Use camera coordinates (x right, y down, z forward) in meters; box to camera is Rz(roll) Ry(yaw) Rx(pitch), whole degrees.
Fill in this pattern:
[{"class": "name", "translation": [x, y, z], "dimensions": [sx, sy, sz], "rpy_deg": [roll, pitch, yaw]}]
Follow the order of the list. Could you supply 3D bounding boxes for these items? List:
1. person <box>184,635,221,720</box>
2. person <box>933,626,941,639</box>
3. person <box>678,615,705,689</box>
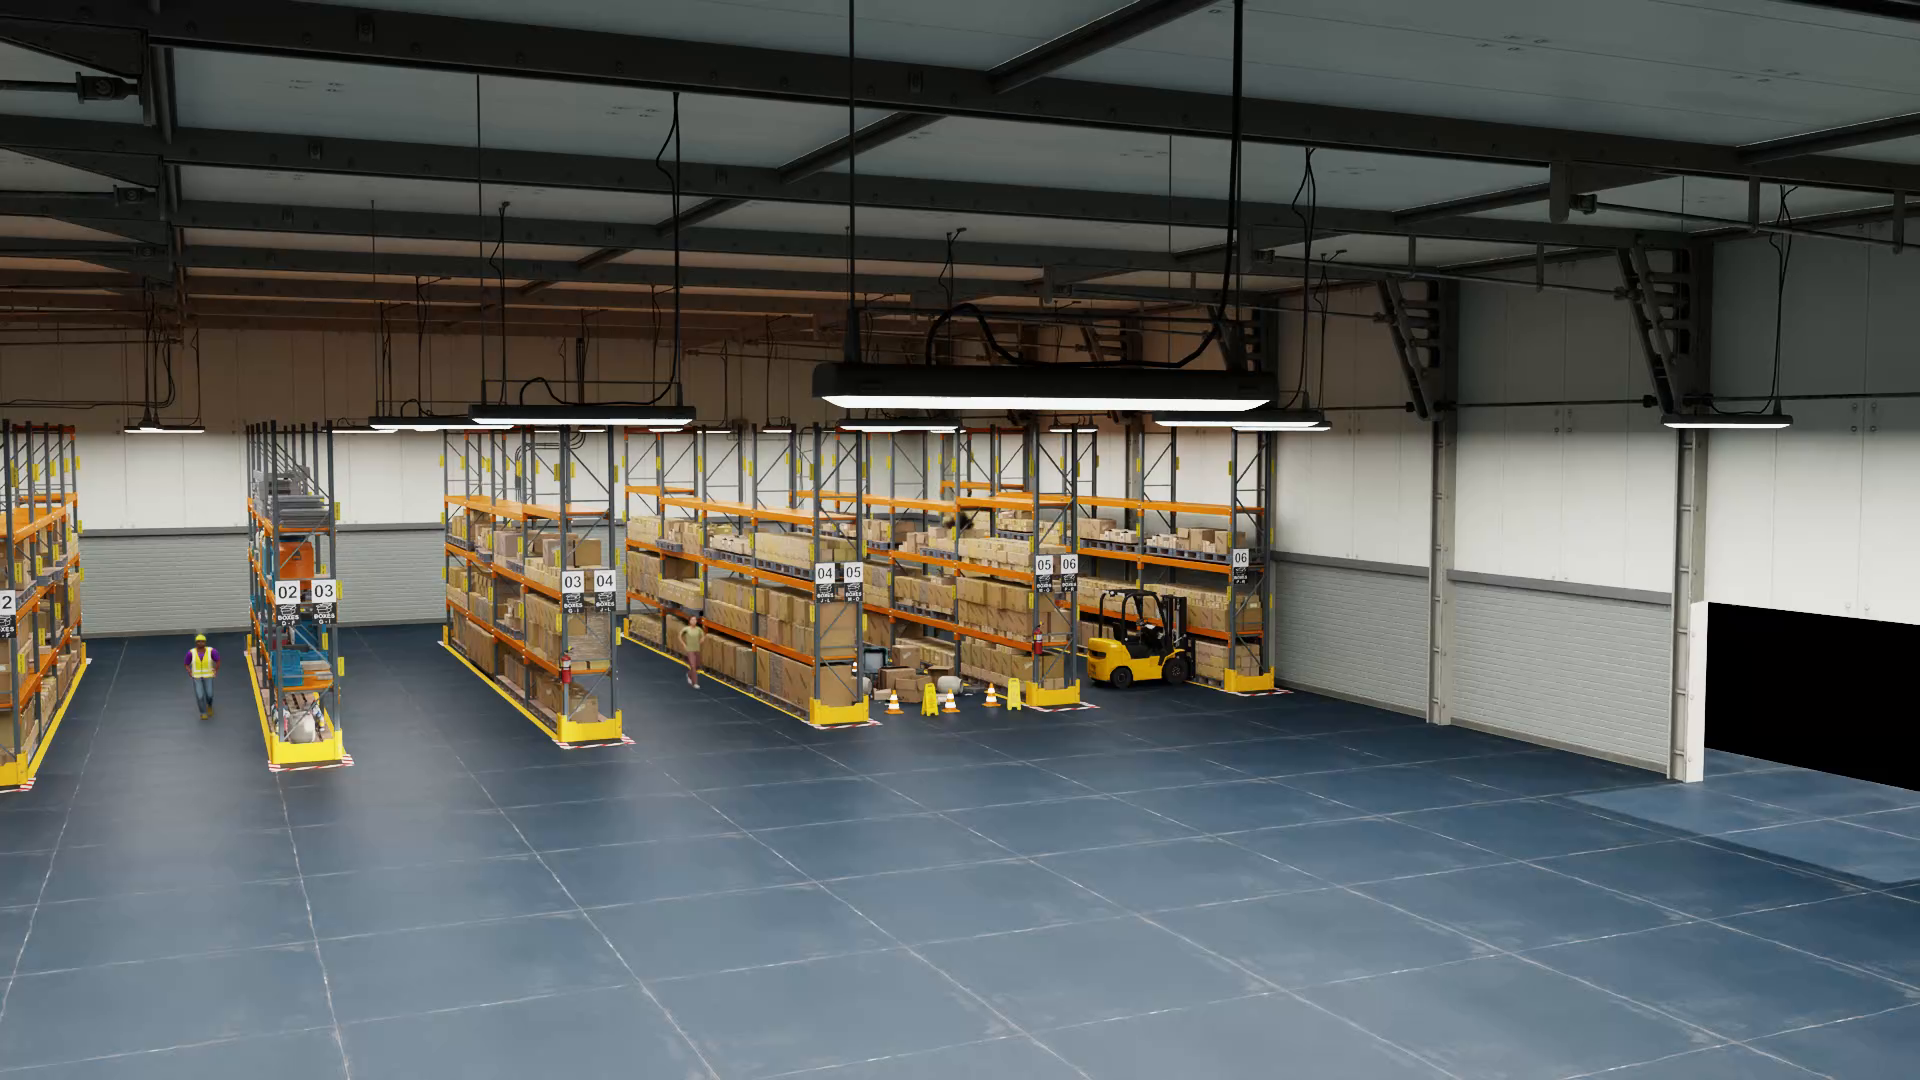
[{"class": "person", "translation": [-15.230, 2.763, 33.444], "dimensions": [0.674, 1.721, 0.569], "rpy_deg": [-2, 4, -23]}, {"class": "person", "translation": [-0.638, 1.941, 46.725], "dimensions": [0.656, 1.745, 0.615], "rpy_deg": [-2, 4, -32]}, {"class": "person", "translation": [-6.073, 2.525, 37.805], "dimensions": [0.597, 1.656, 0.803], "rpy_deg": [-2, 4, -32]}]
